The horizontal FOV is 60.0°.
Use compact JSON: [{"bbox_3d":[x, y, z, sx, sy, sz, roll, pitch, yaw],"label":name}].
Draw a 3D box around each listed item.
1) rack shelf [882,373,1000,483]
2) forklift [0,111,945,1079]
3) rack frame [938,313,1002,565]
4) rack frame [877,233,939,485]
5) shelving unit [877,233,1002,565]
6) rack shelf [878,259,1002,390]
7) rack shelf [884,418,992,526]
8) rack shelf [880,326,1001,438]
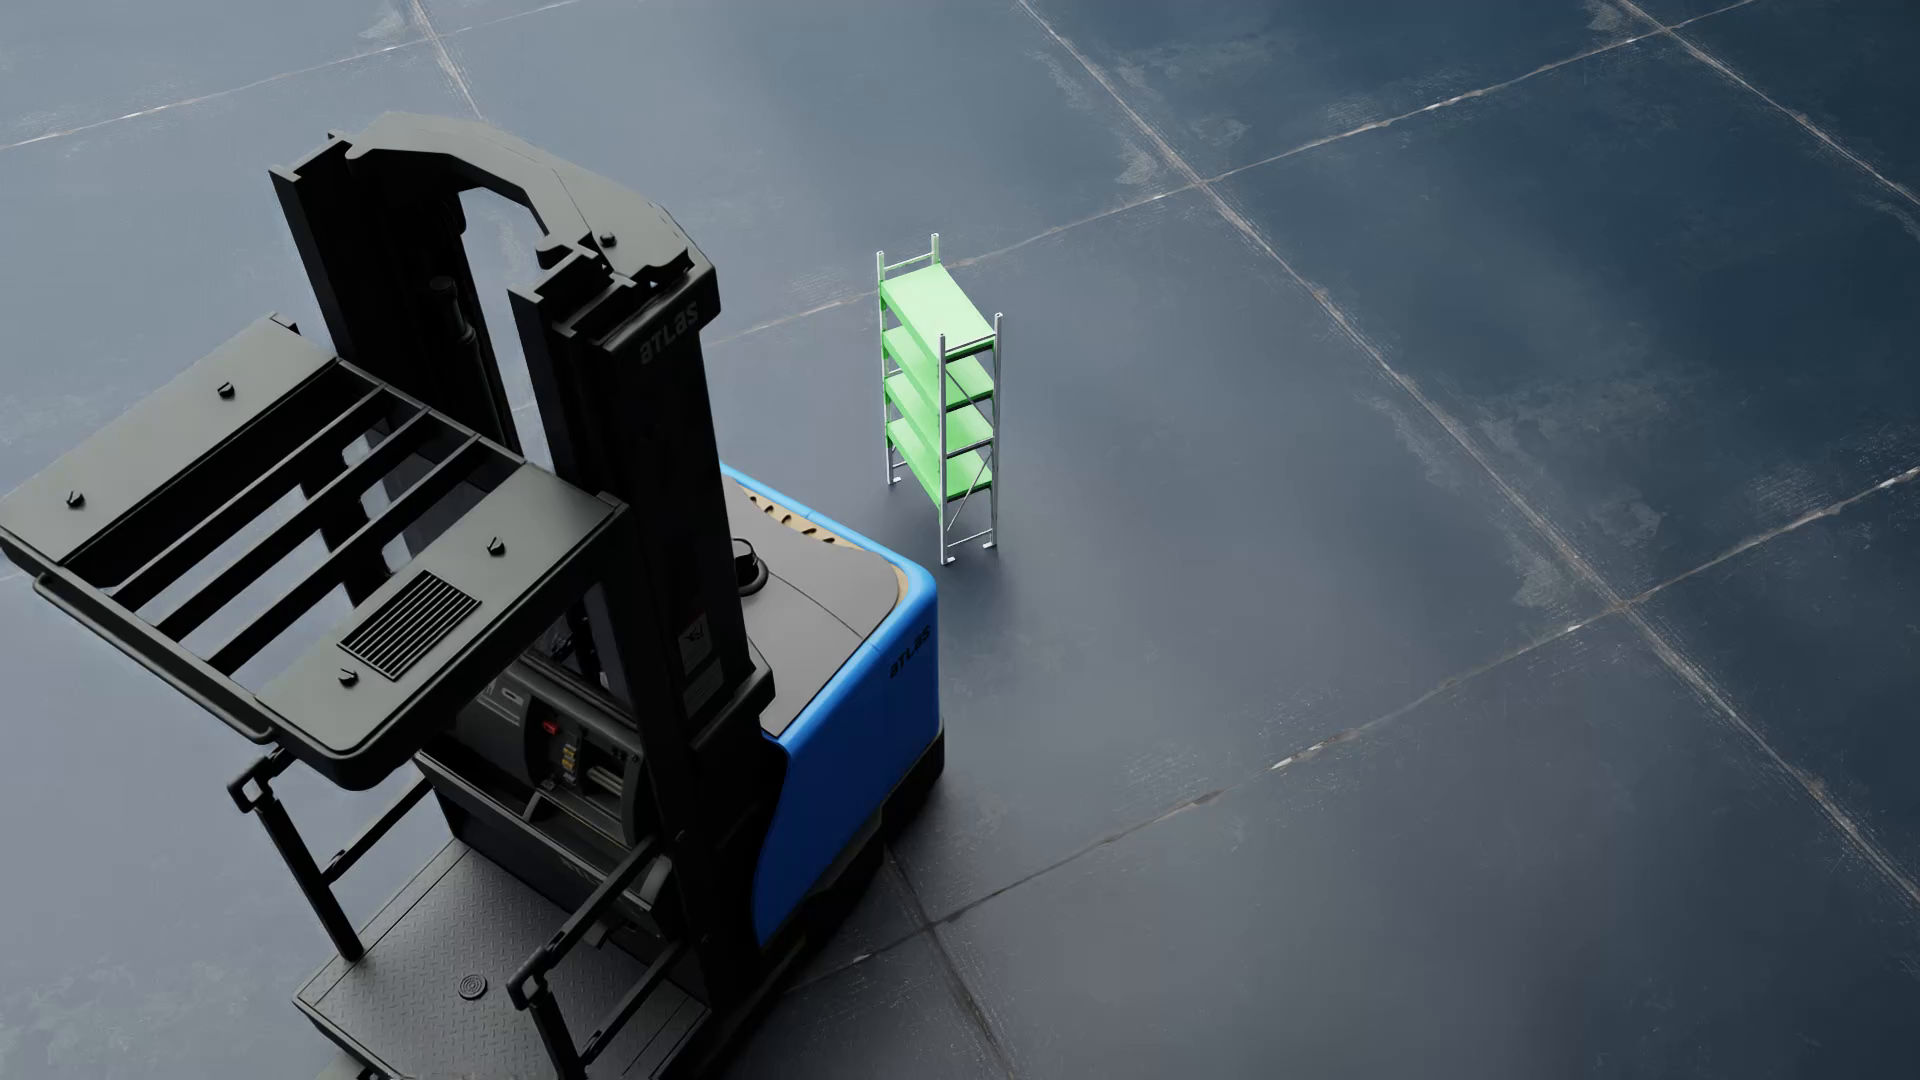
[{"bbox_3d":[-0.076,-0.464,6.336,0.258,0.148,0.480,-21,52,-18],"label":"rack shelf"},{"bbox_3d":[-1.294,0.569,4.198,1.130,2.935,3.031,27,54,22],"label":"forklift"},{"bbox_3d":[0.036,-0.342,6.145,0.240,1.200,0.015,-21,52,-18],"label":"rack frame"},{"bbox_3d":[-0.187,-0.669,6.431,0.240,1.200,0.015,-21,52,-18],"label":"rack frame"},{"bbox_3d":[-0.076,-0.506,6.288,0.258,1.200,0.503,-21,52,-18],"label":"shelving unit"},{"bbox_3d":[-0.076,-0.780,5.975,0.258,0.148,0.480,-21,52,-18],"label":"rack shelf"},{"bbox_3d":[-0.076,-0.306,6.517,0.258,0.148,0.480,-21,52,-18],"label":"rack shelf"},{"bbox_3d":[-0.076,-0.622,6.155,0.258,0.148,0.480,-21,52,-18],"label":"rack shelf"}]
